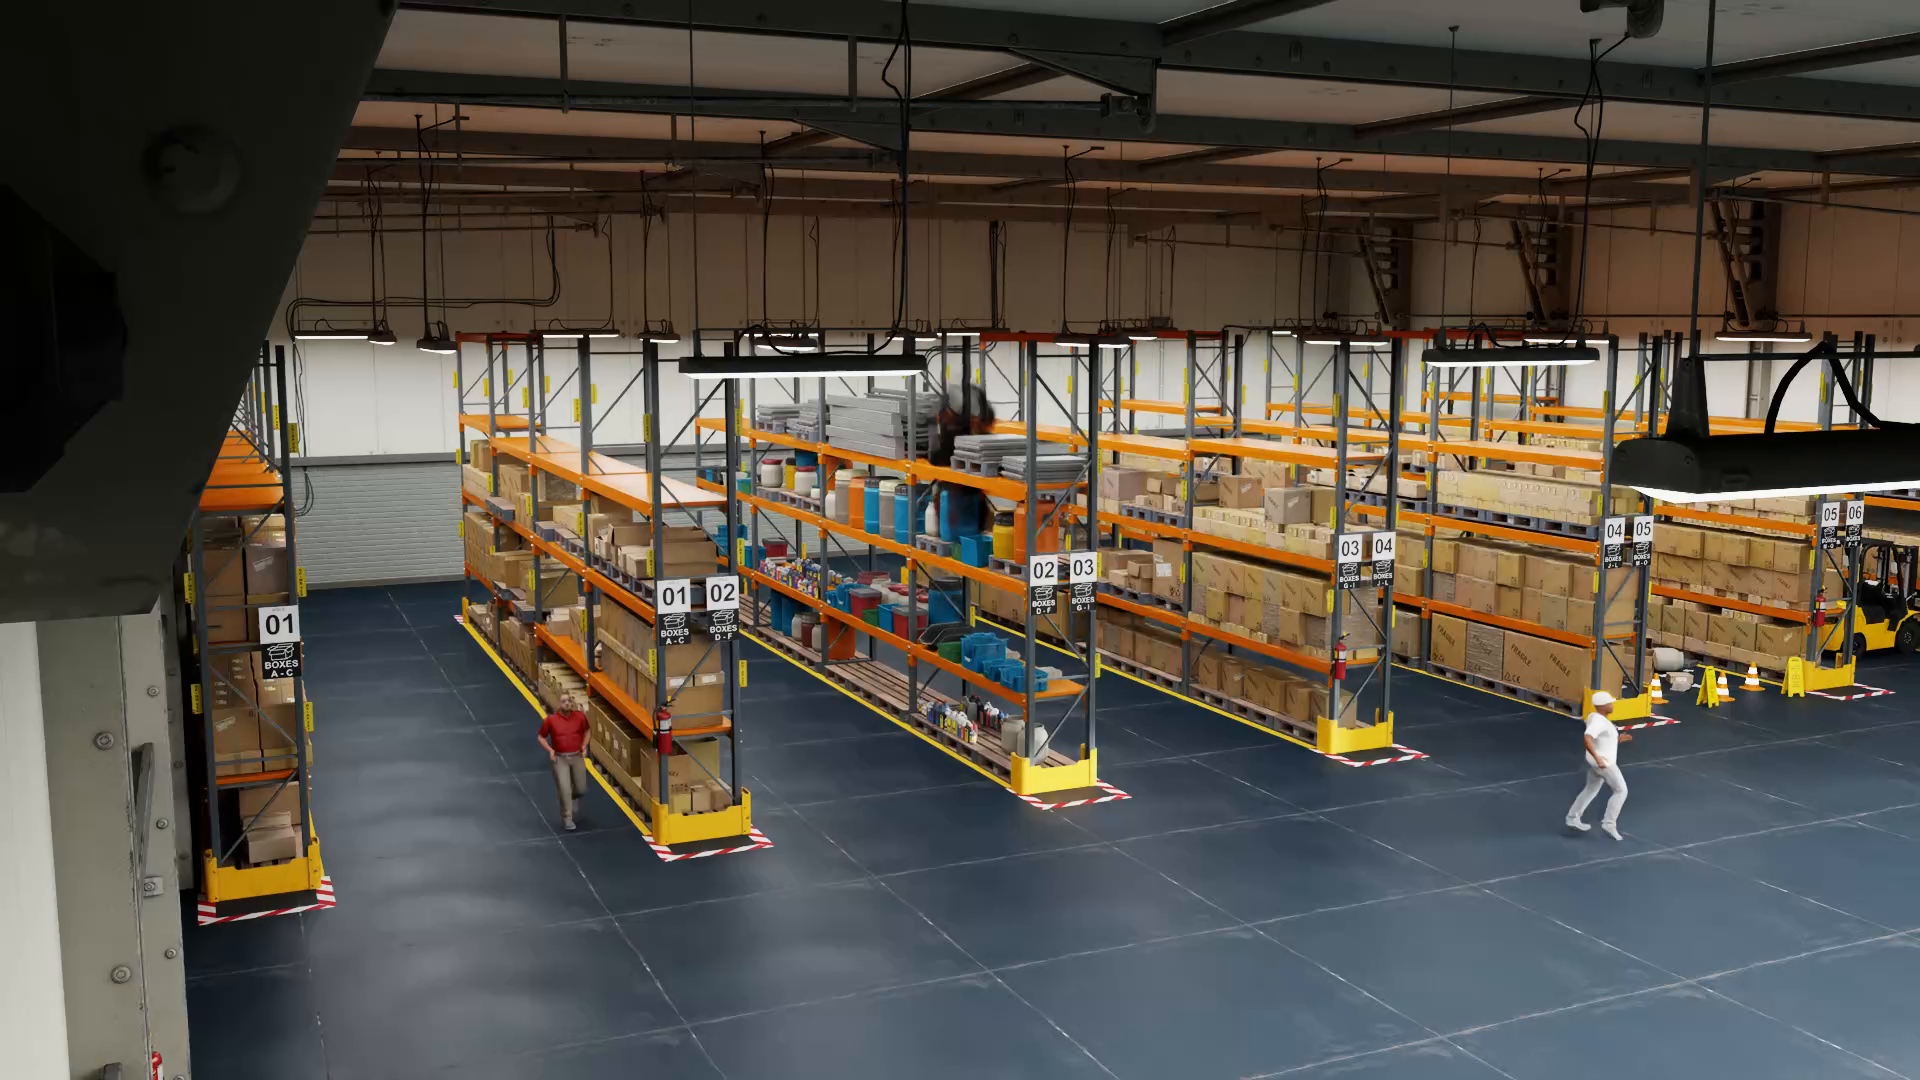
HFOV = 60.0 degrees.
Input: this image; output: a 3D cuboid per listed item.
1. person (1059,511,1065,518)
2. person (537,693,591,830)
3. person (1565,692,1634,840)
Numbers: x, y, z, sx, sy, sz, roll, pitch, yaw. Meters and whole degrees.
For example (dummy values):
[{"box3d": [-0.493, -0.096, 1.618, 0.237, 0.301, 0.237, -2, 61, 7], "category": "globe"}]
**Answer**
[{"box3d": [2.397, 0.053, 40.760, 0.566, 1.582, 0.807, 5, 9, 32], "category": "person"}, {"box3d": [-4.896, 2.722, 20.679, 0.664, 1.675, 0.624, -4, 9, -26], "category": "person"}, {"box3d": [7.807, 2.744, 20.236, 0.757, 1.821, 0.670, 1, 8, 4], "category": "person"}]
